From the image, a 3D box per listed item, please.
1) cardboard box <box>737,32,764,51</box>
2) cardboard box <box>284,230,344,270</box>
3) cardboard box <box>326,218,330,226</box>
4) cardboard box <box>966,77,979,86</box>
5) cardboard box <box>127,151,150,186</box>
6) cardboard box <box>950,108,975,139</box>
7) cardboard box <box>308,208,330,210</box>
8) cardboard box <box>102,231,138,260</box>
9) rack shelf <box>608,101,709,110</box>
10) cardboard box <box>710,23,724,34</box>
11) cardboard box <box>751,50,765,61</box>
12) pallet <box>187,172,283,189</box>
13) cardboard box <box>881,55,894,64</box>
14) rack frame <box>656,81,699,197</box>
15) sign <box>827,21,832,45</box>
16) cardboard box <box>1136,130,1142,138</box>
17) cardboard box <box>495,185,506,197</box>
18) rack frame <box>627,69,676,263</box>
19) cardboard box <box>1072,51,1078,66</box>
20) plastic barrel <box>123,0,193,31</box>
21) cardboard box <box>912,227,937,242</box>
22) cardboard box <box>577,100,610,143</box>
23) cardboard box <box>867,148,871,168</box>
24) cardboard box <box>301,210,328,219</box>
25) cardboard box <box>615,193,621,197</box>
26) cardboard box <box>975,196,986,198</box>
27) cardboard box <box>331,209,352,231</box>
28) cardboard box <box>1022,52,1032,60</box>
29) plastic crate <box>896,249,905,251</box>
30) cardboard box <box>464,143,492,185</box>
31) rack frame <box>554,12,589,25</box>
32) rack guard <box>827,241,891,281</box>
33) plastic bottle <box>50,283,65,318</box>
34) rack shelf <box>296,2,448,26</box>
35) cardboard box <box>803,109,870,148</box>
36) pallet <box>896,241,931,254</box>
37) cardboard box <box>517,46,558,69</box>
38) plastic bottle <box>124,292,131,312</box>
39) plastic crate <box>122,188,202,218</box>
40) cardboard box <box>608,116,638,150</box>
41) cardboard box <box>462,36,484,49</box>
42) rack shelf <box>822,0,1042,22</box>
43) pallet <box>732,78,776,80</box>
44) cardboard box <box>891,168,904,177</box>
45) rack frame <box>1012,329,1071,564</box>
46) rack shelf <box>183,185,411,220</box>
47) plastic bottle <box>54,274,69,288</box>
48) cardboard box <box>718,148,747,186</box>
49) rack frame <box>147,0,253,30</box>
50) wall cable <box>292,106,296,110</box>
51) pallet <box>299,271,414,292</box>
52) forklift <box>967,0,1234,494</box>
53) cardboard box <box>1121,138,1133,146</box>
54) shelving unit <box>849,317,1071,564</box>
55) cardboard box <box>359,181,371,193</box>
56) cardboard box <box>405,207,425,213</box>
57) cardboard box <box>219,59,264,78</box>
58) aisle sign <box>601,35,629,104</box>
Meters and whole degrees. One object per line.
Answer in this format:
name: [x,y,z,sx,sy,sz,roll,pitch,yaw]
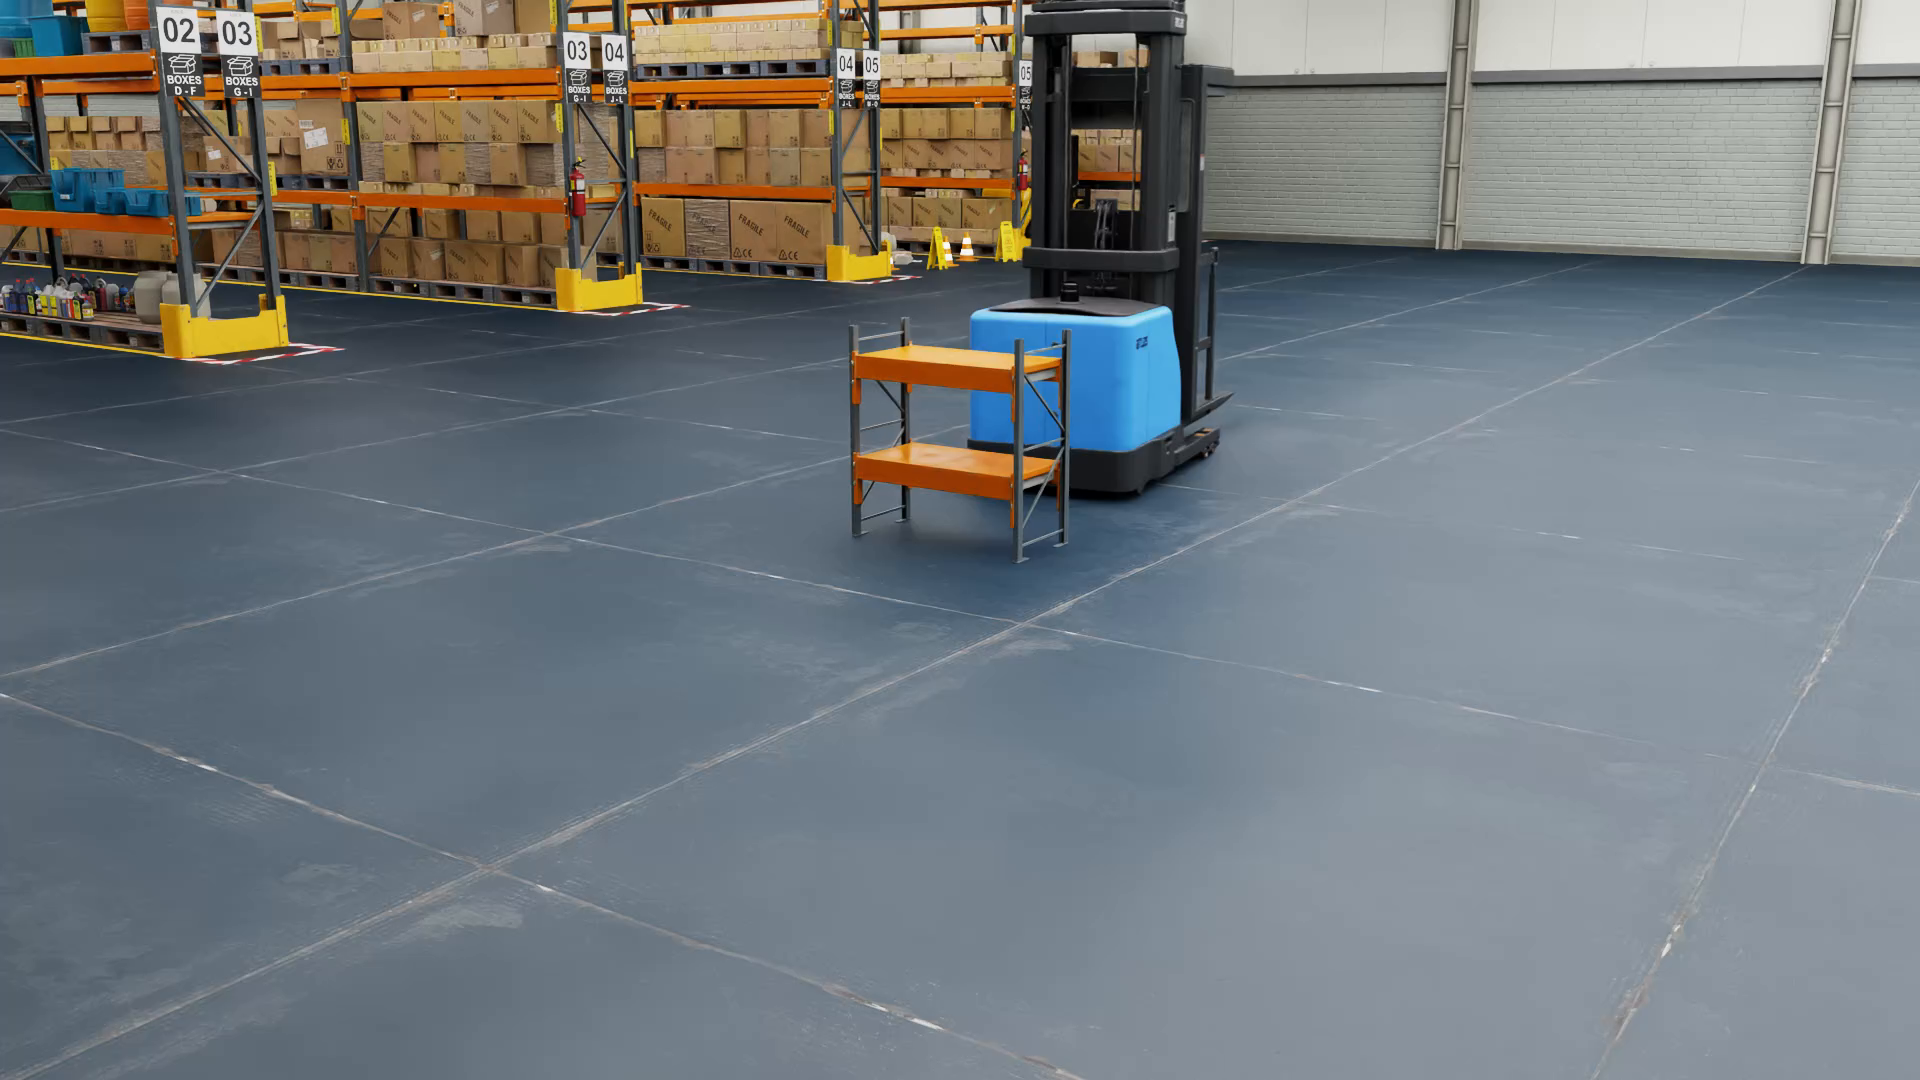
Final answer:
cardboard box: [-2.878,-7.205,24.055,0.500,0.250,0.500,9,17,32]
cardboard box: [-9.003,-4.071,23.312,0.500,0.500,0.700,8,16,28]
cardboard box: [-11.825,-5.982,31.188,0.250,0.149,0.380,9,17,33]
cardboard box: [0.315,-7.676,27.871,0.250,0.149,0.380,10,17,34]
cardboard box: [-11.933,-5.511,24.636,0.500,0.500,0.500,9,17,32]
cardboard box: [0.232,-7.053,28.167,0.500,0.500,0.700,9,17,33]
cardboard box: [-12.045,-6.159,31.281,0.250,0.149,0.380,9,16,32]
cardboard box: [-12.272,-4.768,25.390,0.875,0.875,1.225,9,17,33]
rack shelf: [-7.656,-10.255,39.264,4.000,0.370,1.077,9,17,33]
cardboard box: [-3.429,-7.470,24.295,0.250,0.149,0.380,9,17,33]
cardboard box: [-2.795,-6.980,23.978,0.250,0.149,0.380,9,16,32]
pallet: [-10.324,-5.210,24.028,1.003,0.211,1.213,9,17,33]
cardboard box: [-1.163,-8.301,28.736,0.250,0.149,0.380,9,16,31]
rack frame: [-5.444,-7.354,32.287,0.127,3.000,1.000,9,17,33]
sign: [-1.799,-7.021,23.025,0.005,0.325,0.100,9,17,33]
cardboard box: [3.546,-7.785,31.852,0.250,0.149,0.380,9,17,33]
cardboard box: [-5.515,-4.315,20.536,0.250,0.149,0.380,9,17,33]
rack frame: [-4.804,-5.817,26.079,0.127,3.000,1.000,9,17,33]
cardboard box: [2.199,-9.284,32.545,0.637,0.503,0.797,10,17,35]
plastic barrel: [-7.575,-5.226,15.680,0.708,0.830,0.600,9,17,33]
cardboard box: [-0.490,-5.345,29.021,0.500,0.250,0.500,8,16,31]
cardboard box: [-4.641,-5.111,20.321,0.500,0.500,0.500,9,17,33]
cardboard box: [-1.486,-6.833,29.357,0.500,0.500,0.500,9,17,33]
cardboard box: [-11.883,-5.994,30.616,0.250,0.149,0.380,10,17,34]
cardboard box: [-6.709,-6.756,33.420,0.875,0.875,0.875,9,17,33]
cardboard box: [0.222,-5.750,29.095,0.500,0.500,0.500,8,16,31]
cardboard box: [-10.977,-5.728,30.049,0.500,0.500,0.500,10,17,35]
cardboard box: [1.013,-8.090,27.884,0.250,0.149,0.380,9,17,32]
plastic crate: [-1.280,-5.026,28.960,0.583,0.080,0.402,3,14,14]
cardboard box: [-5.651,-4.696,20.723,0.500,0.500,0.875,9,17,33]
rack frame: [-9.316,-12.329,39.901,0.127,3.000,1.000,9,17,33]
rack guard: [-1.465,-4.064,24.199,0.348,0.500,1.175,9,17,33]
plastic bottle: [-9.319,-2.483,17.209,0.185,0.351,0.144,10,17,35]
rack shelf: [-9.783,-8.990,28.743,4.000,0.370,1.077,9,17,33]
cardboard box: [-1.771,-5.935,23.996,0.550,0.550,0.875,9,17,33]
pallet: [-0.532,-5.217,29.460,1.213,0.211,1.003,9,17,33]
cardboard box: [-4.879,-5.702,19.685,0.500,0.250,0.500,10,17,34]
plastic bottle: [-8.881,-2.551,17.792,0.097,0.201,0.097,0,14,0]
plastic crate: [-7.684,-3.253,16.030,0.616,0.251,0.499,9,17,33]
cardboard box: [-5.219,-6.416,26.211,0.500,0.500,0.700,9,16,32]
cardboard box: [-5.817,-6.033,20.191,0.250,0.149,0.380,8,16,30]
rack shelf: [-0.466,-9.110,28.403,4.000,0.370,1.077,9,17,33]
pallet: [-3.440,-8.425,30.762,1.003,0.211,1.213,9,17,33]
cardboard box: [-0.987,-6.416,29.021,0.250,0.149,0.380,9,17,33]
rack frame: [0.416,-0.479,8.416,0.032,1.125,0.500,9,17,33]
rack shelf: [-9.316,-4.760,23.308,4.000,0.370,1.077,9,17,33]
plastic bottle: [-9.806,-2.724,18.181,0.185,0.351,0.144,9,17,33]
cardboard box: [-3.144,-5.626,24.997,0.500,0.550,0.875,9,17,33]
rack frame: [-7.101,-6.229,15.261,0.127,3.000,1.000,9,17,33]
wall cable: [-15.993,-9.956,40.684,0.122,1.984,0.588,9,17,33]
pallet: [-8.303,-3.592,22.894,1.213,0.211,1.003,9,17,33]
forklift: [1.105,-2.003,10.815,1.130,2.935,3.031,6,15,23]
cardboard box: [3.288,-7.653,31.940,0.250,0.149,0.380,9,17,34]
shelving unit: [-0.006,-0.547,8.692,1.048,1.125,0.538,9,17,33]
cardboard box: [-7.646,-4.631,21.810,0.250,0.149,0.380,9,17,33]
cardboard box: [-9.262,-5.813,28.829,0.500,0.250,0.500,9,17,34]
cardboard box: [-9.870,-6.511,22.954,0.500,0.250,0.500,10,17,34]
aisle sign: [-4.118,-5.618,19.867,0.004,0.787,0.394,9,17,33]
